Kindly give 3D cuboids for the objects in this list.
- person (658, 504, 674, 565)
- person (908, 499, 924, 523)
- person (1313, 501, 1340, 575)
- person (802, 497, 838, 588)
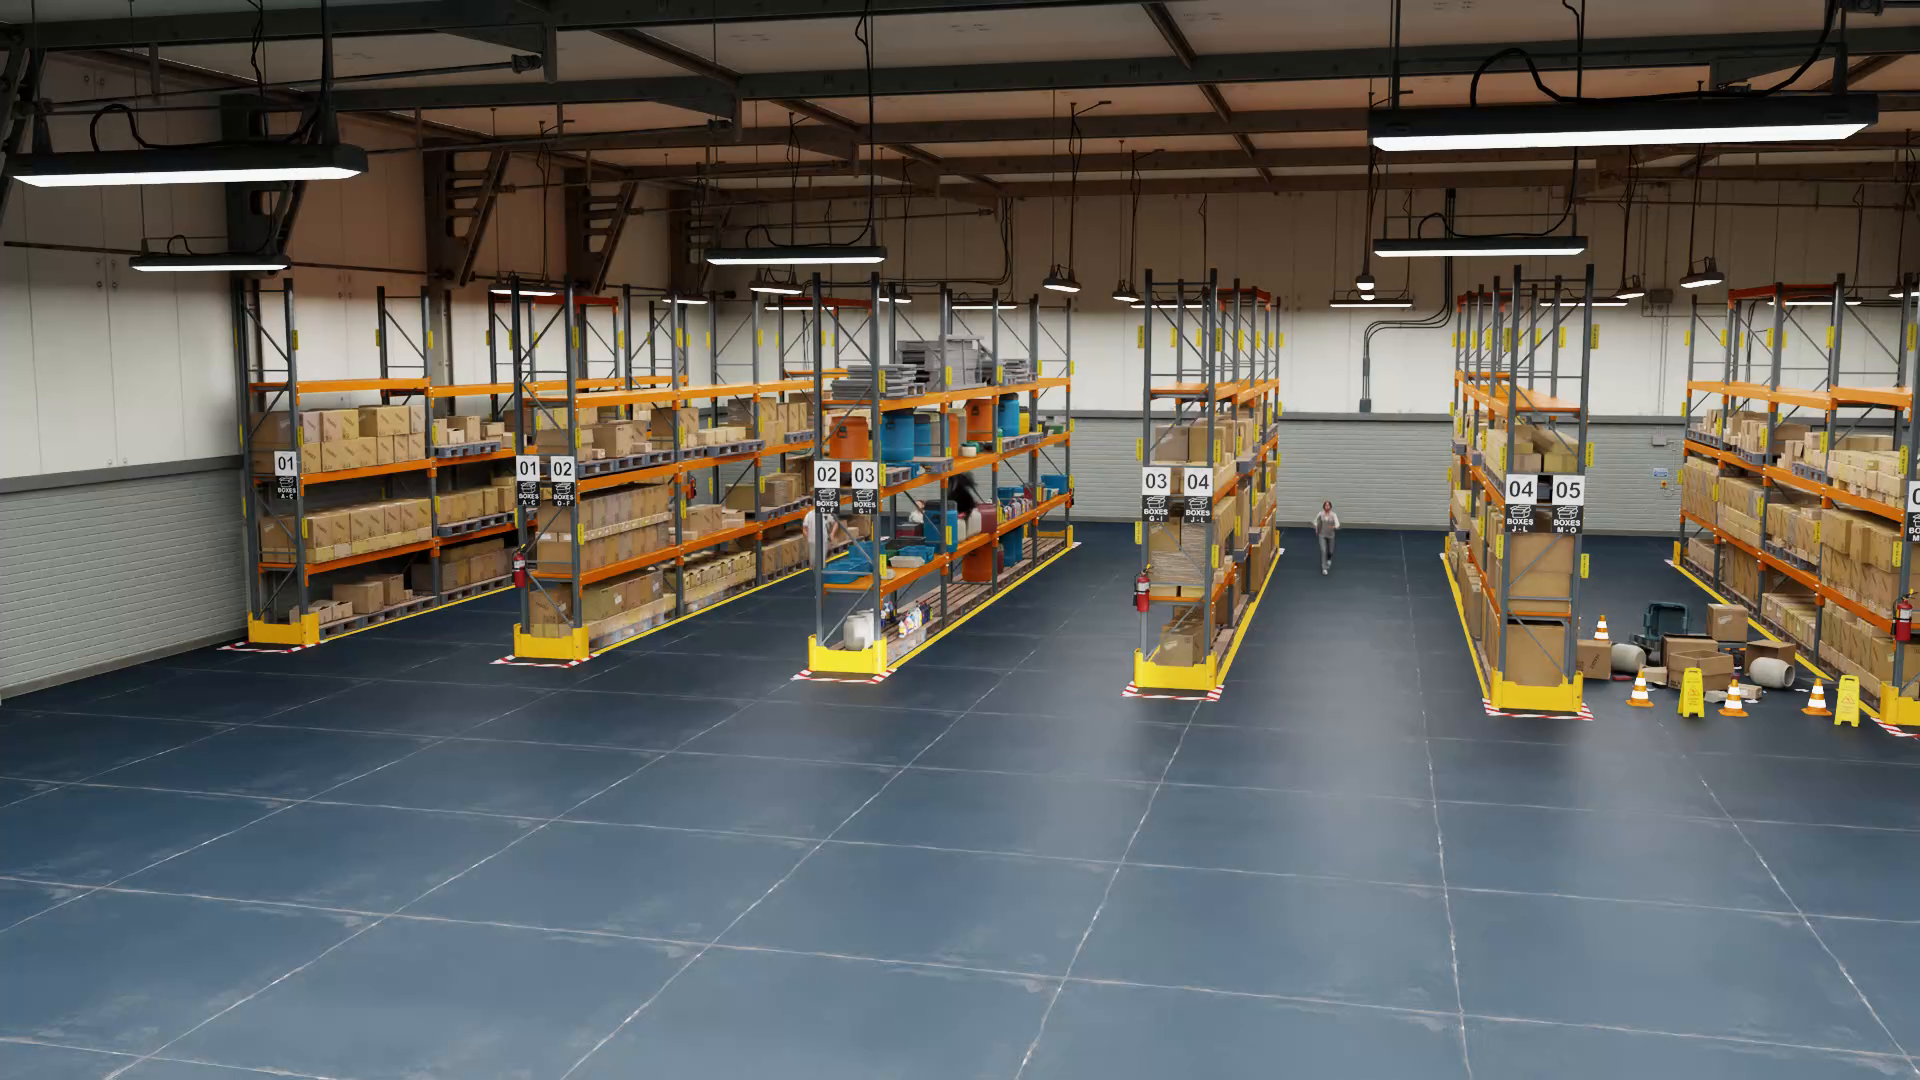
[{"bbox_3d":[-6.527,-0.191,36.452,0.684,1.705,0.802,1,7,11],"label":"person"},{"bbox_3d":[-0.846,-0.045,35.415,0.582,1.640,0.864,2,7,15],"label":"person"},{"bbox_3d":[7.870,-0.063,35.740,0.548,1.570,0.813,1,7,10],"label":"person"},{"bbox_3d":[-2.694,0.027,31.851,0.678,1.754,0.917,0,7,3],"label":"person"}]
